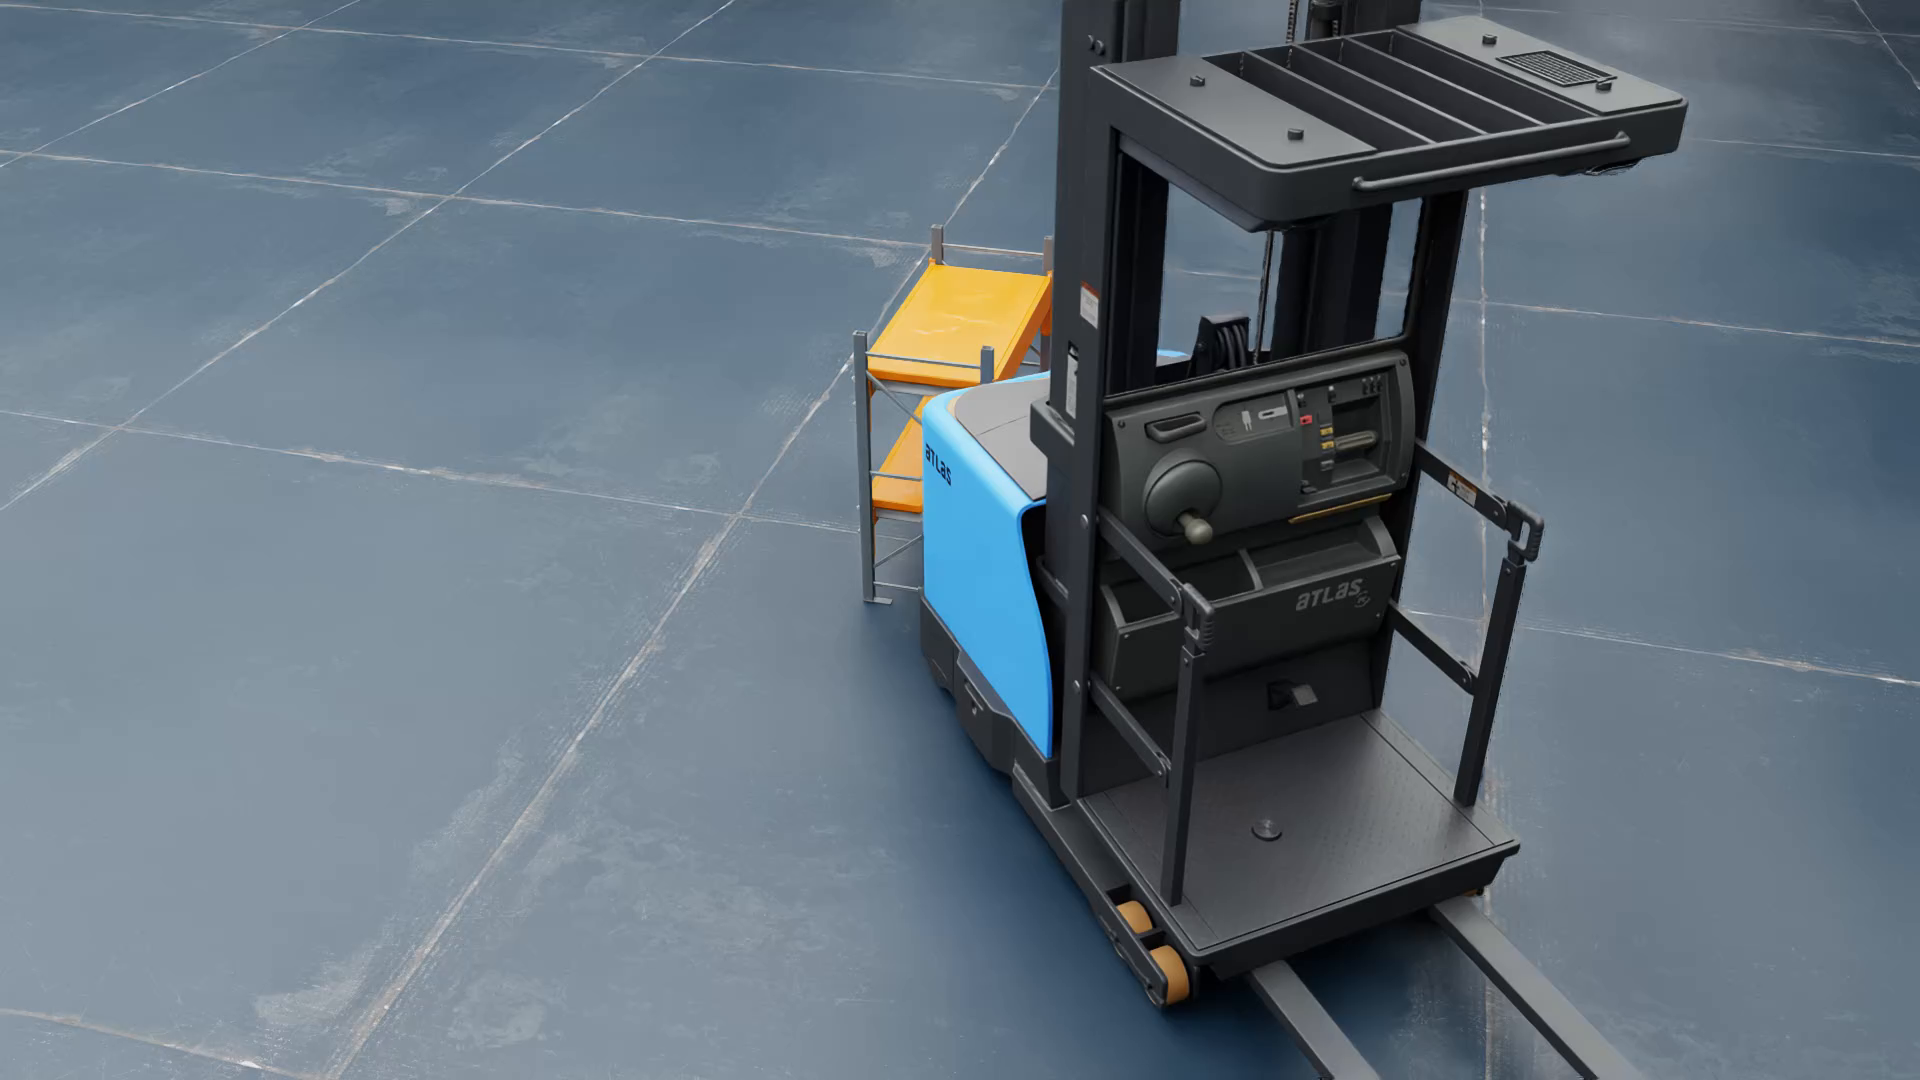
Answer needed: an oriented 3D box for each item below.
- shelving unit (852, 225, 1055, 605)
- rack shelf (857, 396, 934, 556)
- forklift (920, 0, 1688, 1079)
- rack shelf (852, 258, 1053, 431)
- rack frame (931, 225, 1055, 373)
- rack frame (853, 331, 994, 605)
[{"bbox_3d":[0.002,-0.478,6.454,0.538,1.125,1.048,8,33,12],"label":"shelving unit"},{"bbox_3d":[0.002,-0.272,6.585,0.538,0.278,1.000,8,33,12],"label":"rack shelf"},{"bbox_3d":[0.917,-0.190,4.317,1.130,2.935,3.031,-13,35,-20],"label":"forklift"},{"bbox_3d":[0.002,-0.725,6.297,0.538,0.278,1.000,8,33,12],"label":"rack shelf"},{"bbox_3d":[0.131,-0.742,6.869,0.500,1.125,0.032,8,33,12],"label":"rack frame"},{"bbox_3d":[-0.127,-0.214,6.039,0.500,1.125,0.032,8,33,12],"label":"rack frame"}]
